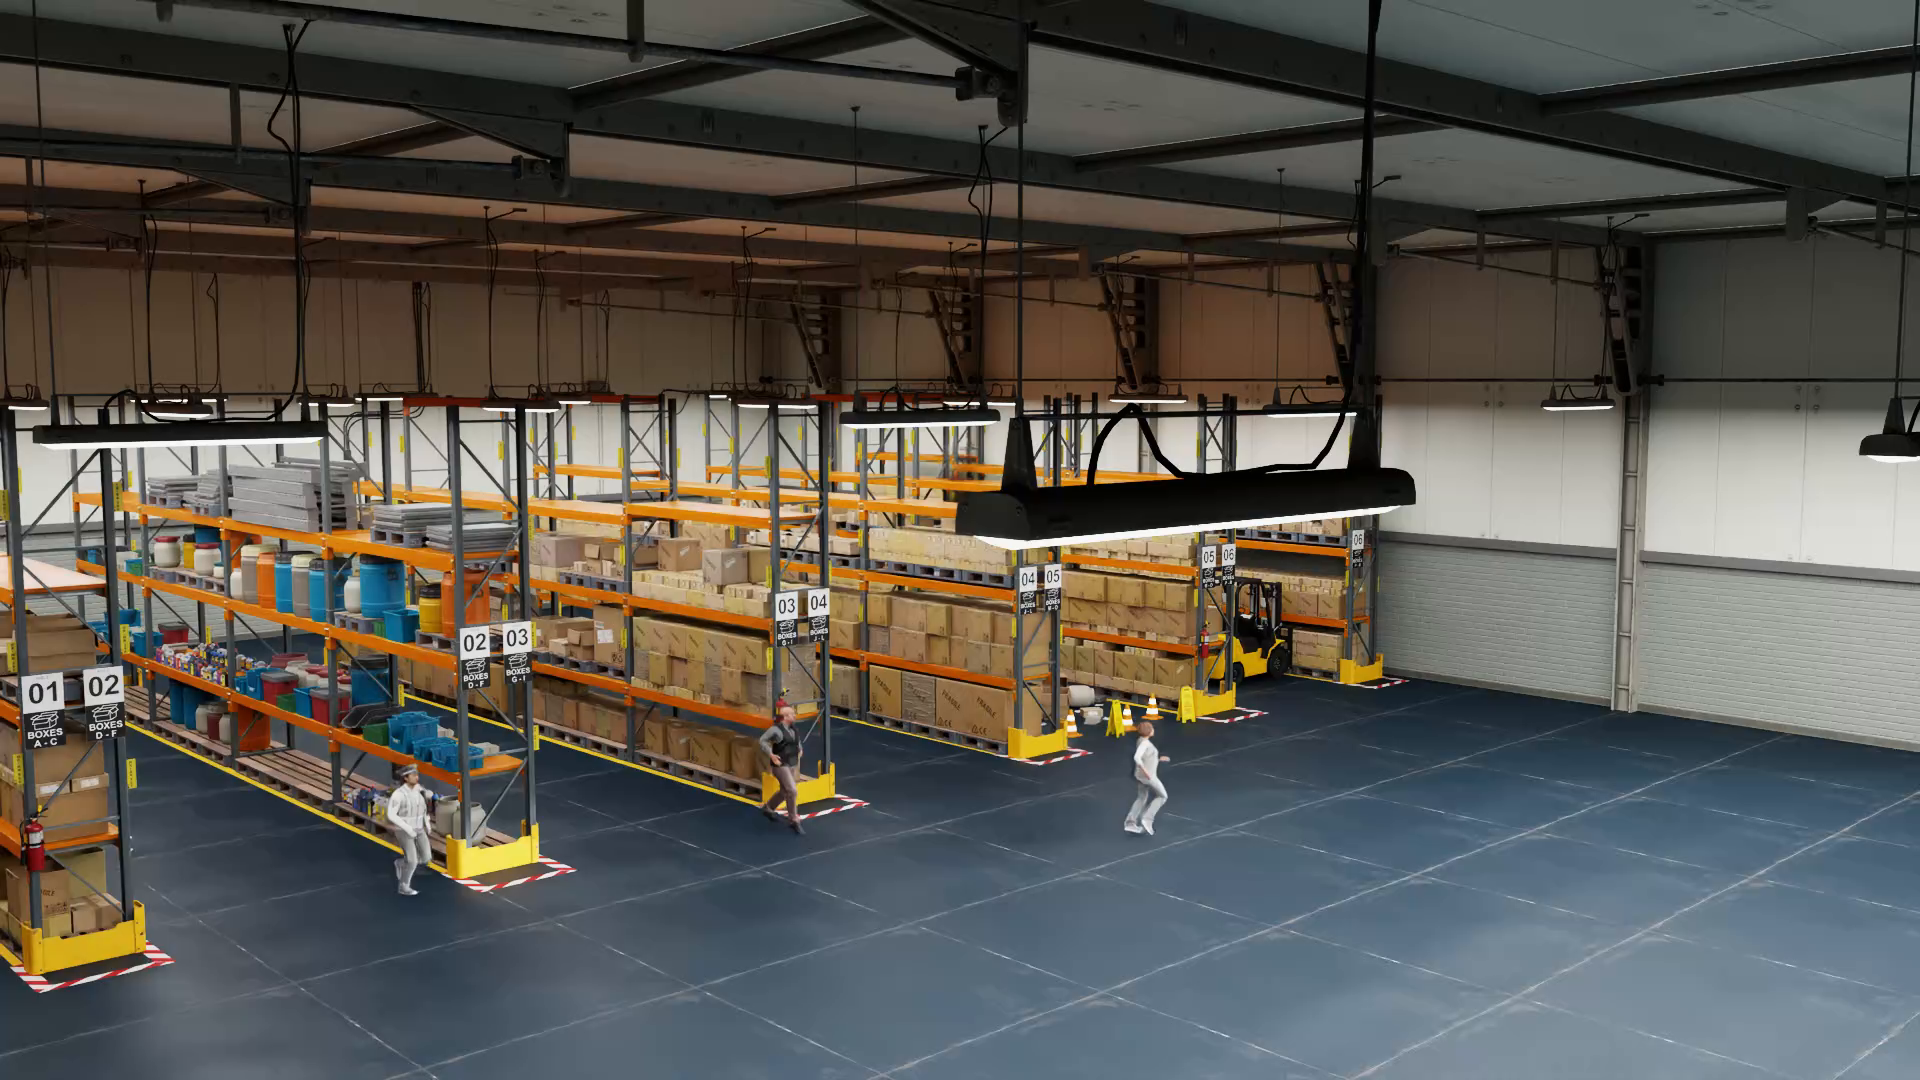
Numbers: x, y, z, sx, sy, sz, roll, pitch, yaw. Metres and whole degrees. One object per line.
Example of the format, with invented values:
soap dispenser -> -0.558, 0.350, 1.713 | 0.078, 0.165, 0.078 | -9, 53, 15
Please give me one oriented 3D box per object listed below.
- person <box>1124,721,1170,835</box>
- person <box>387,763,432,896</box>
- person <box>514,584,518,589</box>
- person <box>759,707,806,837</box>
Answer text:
person -> 2.605, 3.303, 23.076 | 0.657, 1.587, 0.508 | -1, 6, -12
person -> -6.763, 3.539, 20.449 | 0.519, 1.616, 0.662 | 3, 6, 27
person -> -10.119, 1.849, 37.635 | 0.679, 1.739, 0.572 | -4, 7, -33
person -> -2.438, 3.213, 23.420 | 0.927, 1.738, 0.657 | 3, 6, 28
